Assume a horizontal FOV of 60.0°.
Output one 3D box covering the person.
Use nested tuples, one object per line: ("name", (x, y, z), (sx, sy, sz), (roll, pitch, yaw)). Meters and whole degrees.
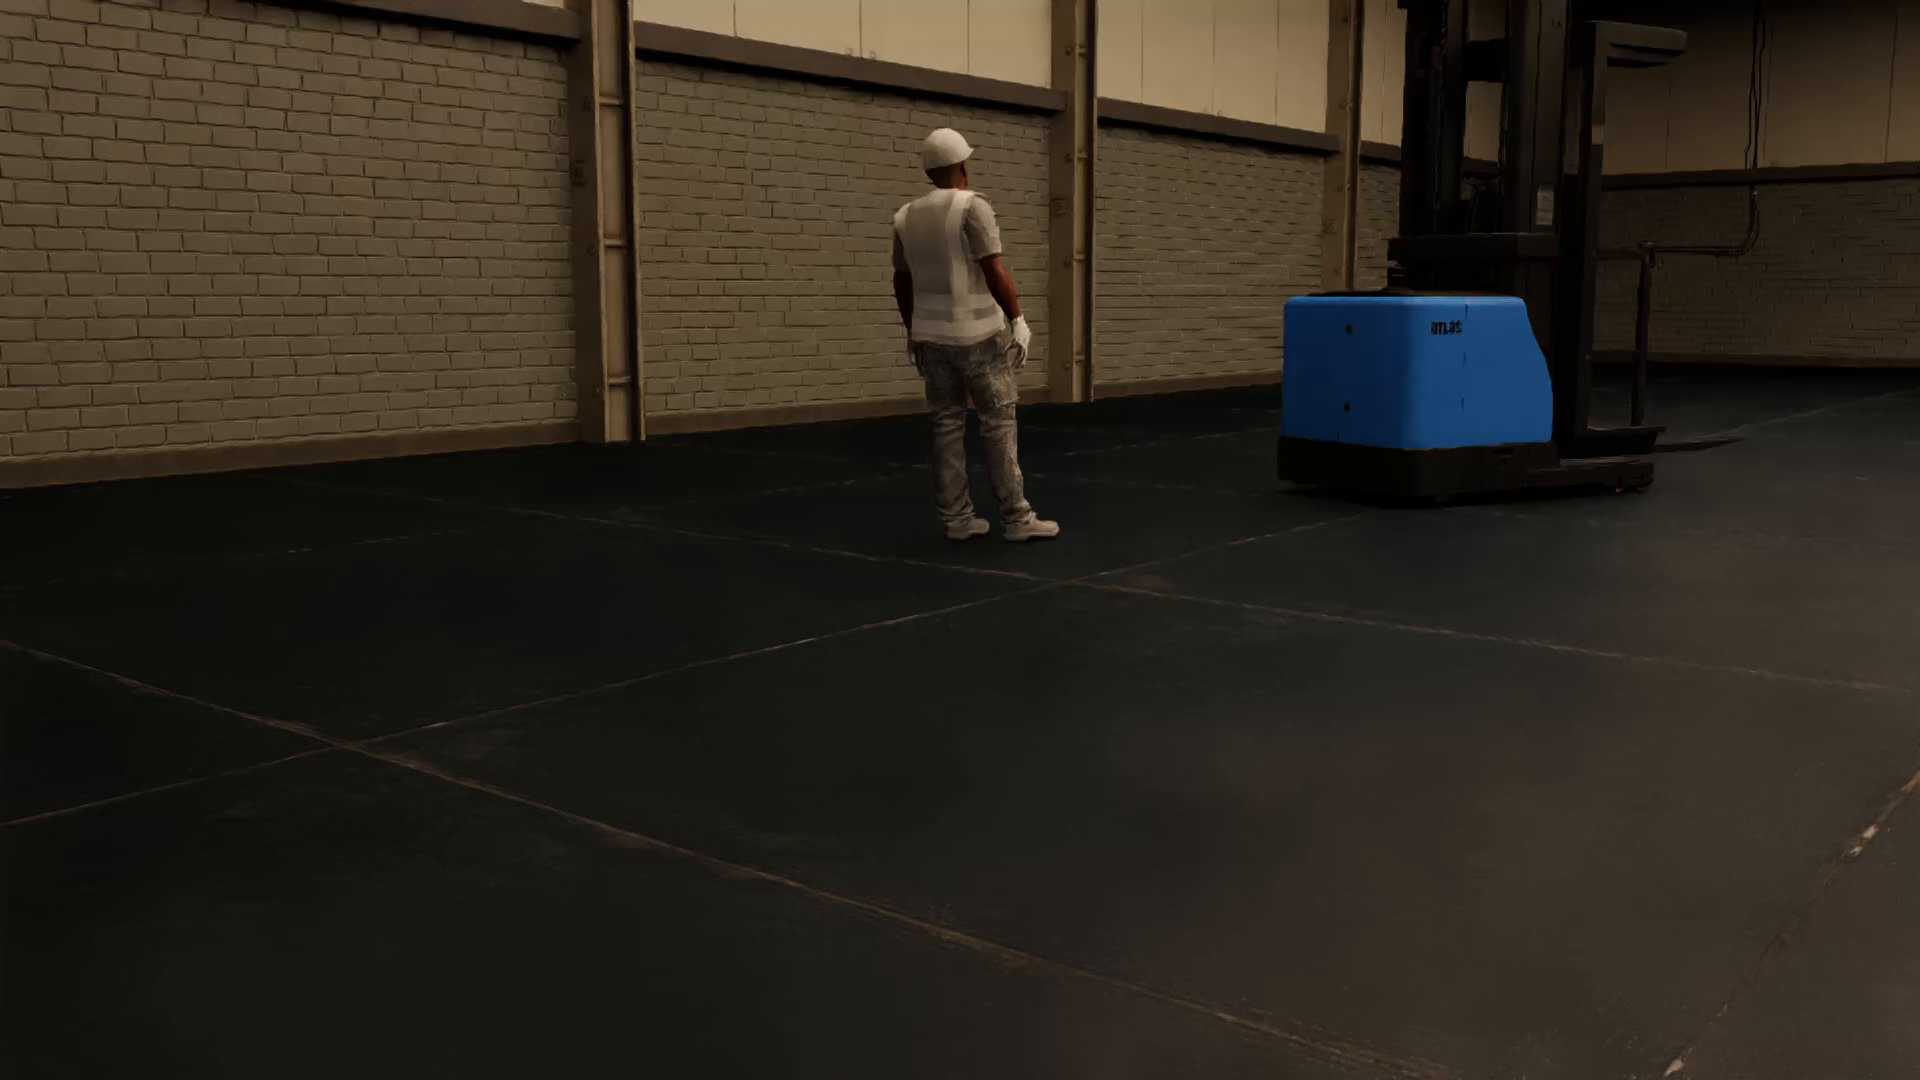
("person", (0.052, -0.896, 7.325), (0.655, 1.782, 0.576), (7, 11, 38))

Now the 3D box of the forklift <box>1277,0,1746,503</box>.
("forklift", (3.288, -1.772, 9.390), (3.031, 2.935, 1.130), (-5, 10, -31))
